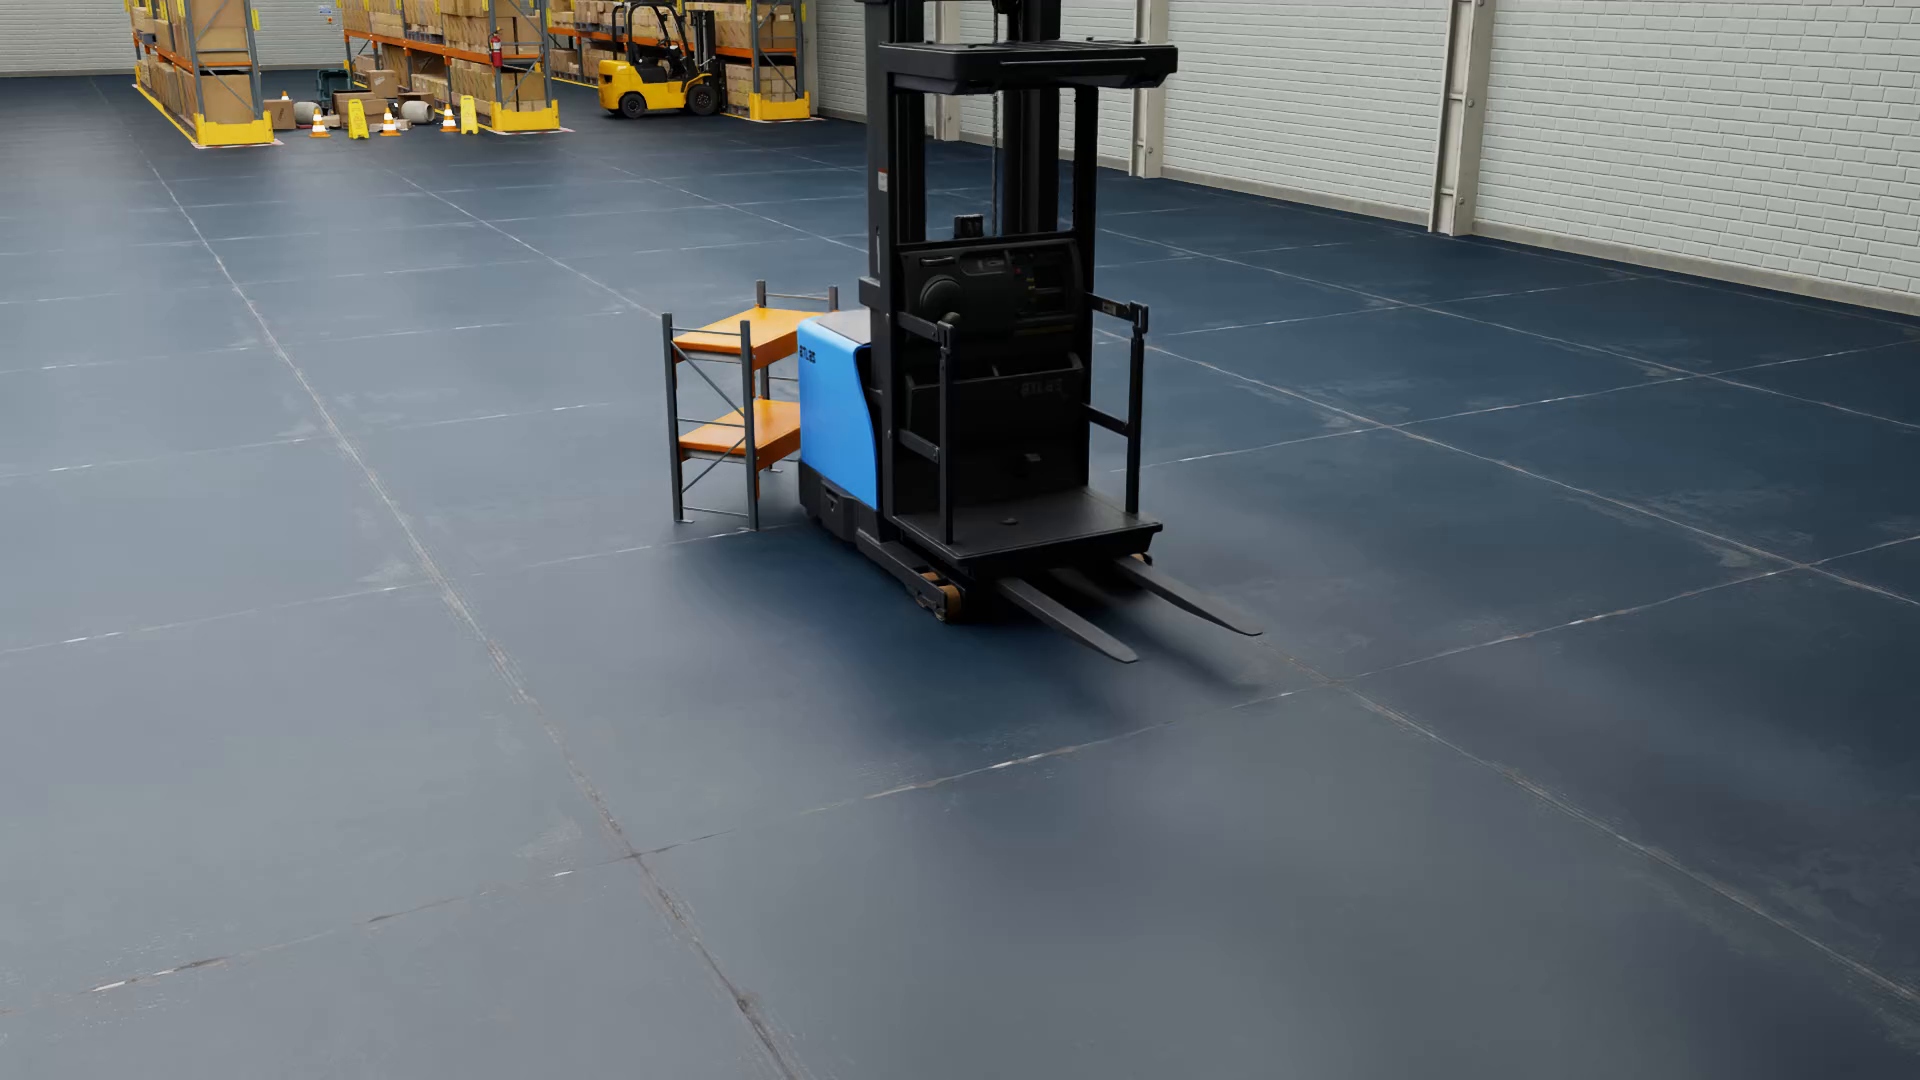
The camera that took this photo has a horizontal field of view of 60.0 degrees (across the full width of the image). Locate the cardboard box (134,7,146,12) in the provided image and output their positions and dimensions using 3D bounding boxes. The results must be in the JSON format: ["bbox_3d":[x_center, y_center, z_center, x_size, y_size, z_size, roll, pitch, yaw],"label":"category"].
[{"bbox_3d":[-17.983,-11.658,36.646,0.380,0.149,0.250,-9,21,-25],"label":"cardboard box"}]

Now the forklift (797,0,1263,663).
[{"bbox_3d":[0.256,-1.181,7.562,1.130,2.935,3.031,-10,21,-26],"label":"forklift"}]

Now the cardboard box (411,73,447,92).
[{"bbox_3d":[-11.436,-10.000,36.398,0.950,0.372,0.625,-12,22,-30],"label":"cardboard box"}]

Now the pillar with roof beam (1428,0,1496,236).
[{"bbox_3d":[1.691,-7.022,15.186,9.100,9.000,0.400,-10,21,-27],"label":"pillar with roof beam"}]

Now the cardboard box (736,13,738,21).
[{"bbox_3d":[-4.158,-10.244,32.571,0.380,0.149,0.250,-10,21,-26],"label":"cardboard box"}]

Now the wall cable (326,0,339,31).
[{"bbox_3d":[-18.193,-15.614,47.677,0.585,1.953,0.123,-10,21,-27],"label":"wall cable"}]

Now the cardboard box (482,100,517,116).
[{"bbox_3d":[-8.529,-8.007,30.809,0.500,0.250,0.500,-10,21,-27],"label":"cardboard box"}]

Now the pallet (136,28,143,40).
[{"bbox_3d":[-17.669,-11.227,36.864,1.003,0.211,1.213,-10,21,-27],"label":"pallet"}]

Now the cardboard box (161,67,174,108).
[{"bbox_3d":[-14.933,-8.840,32.457,1.050,0.750,0.750,-10,21,-27],"label":"cardboard box"}]

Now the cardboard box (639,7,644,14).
[{"bbox_3d":[-7.029,-11.975,37.588,0.380,0.149,0.250,-10,21,-26],"label":"cardboard box"}]

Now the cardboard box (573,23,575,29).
[{"bbox_3d":[-9.602,-13.059,42.264,0.380,0.149,0.250,-10,21,-26],"label":"cardboard box"}]

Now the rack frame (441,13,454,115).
[{"bbox_3d":[-9.796,-10.059,33.185,1.000,3.000,0.127,-10,21,-27],"label":"rack frame"}]

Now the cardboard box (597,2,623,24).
[{"bbox_3d":[-8.267,-12.665,39.933,0.797,0.503,0.637,-11,22,-28],"label":"cardboard box"}]

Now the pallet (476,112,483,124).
[{"bbox_3d":[-8.863,-8.203,32.080,1.003,0.211,1.213,-10,21,-27],"label":"pallet"}]

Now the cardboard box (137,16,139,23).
[{"bbox_3d":[-17.619,-11.296,36.055,0.380,0.149,0.250,-9,21,-24],"label":"cardboard box"}]

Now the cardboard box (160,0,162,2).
[{"bbox_3d":[-15.558,-10.656,33.229,0.700,0.500,0.500,-10,22,-27],"label":"cardboard box"}]

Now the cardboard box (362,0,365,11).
[{"bbox_3d":[-14.062,-12.968,39.929,0.500,0.500,0.500,-10,21,-27],"label":"cardboard box"}]

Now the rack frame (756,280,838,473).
[{"bbox_3d":[-0.922,-0.916,9.561,0.500,1.125,0.032,7,20,21],"label":"rack frame"}]

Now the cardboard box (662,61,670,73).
[{"bbox_3d":[-6.049,-10.277,36.813,0.875,0.625,0.625,-10,22,-27],"label":"cardboard box"}]

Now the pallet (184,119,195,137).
[{"bbox_3d":[-13.229,-7.364,29.649,1.003,0.211,1.213,-10,21,-27],"label":"pallet"}]

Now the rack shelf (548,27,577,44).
[{"bbox_3d":[-10.178,-13.360,43.852,1.077,0.370,4.000,-10,21,-27],"label":"rack shelf"}]

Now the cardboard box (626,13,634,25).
[{"bbox_3d":[-7.355,-11.974,38.196,0.500,0.250,0.500,-10,21,-27],"label":"cardboard box"}]

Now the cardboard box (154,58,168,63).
[{"bbox_3d":[-16.809,-10.082,35.290,0.500,0.250,0.500,-10,21,-26],"label":"cardboard box"}]

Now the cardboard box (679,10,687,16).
[{"bbox_3d":[-5.787,-11.247,35.478,0.380,0.149,0.250,-9,21,-25],"label":"cardboard box"}]

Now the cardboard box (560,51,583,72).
[{"bbox_3d":[-10.056,-12.551,43.595,0.700,0.500,0.500,-11,22,-29],"label":"cardboard box"}]

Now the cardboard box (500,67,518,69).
[{"bbox_3d":[-8.793,-8.892,32.224,0.500,0.500,0.500,-9,21,-24],"label":"cardboard box"}]

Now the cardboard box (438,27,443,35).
[{"bbox_3d":[-10.284,-10.244,33.461,0.380,0.149,0.250,-10,21,-26],"label":"cardboard box"}]

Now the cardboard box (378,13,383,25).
[{"bbox_3d":[-13.146,-12.057,38.437,0.500,0.250,0.500,-10,21,-26],"label":"cardboard box"}]

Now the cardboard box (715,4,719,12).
[{"bbox_3d":[-4.724,-10.760,33.611,0.380,0.149,0.250,-10,21,-26],"label":"cardboard box"}]

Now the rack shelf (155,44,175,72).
[{"bbox_3d":[-15.054,-9.498,32.660,1.077,0.370,4.000,-10,21,-27],"label":"rack shelf"}]

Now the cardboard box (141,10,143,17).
[{"bbox_3d":[-16.757,-10.915,34.494,0.380,0.149,0.250,-10,22,-27],"label":"cardboard box"}]

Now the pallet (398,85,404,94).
[{"bbox_3d":[-12.579,-10.477,38.671,1.003,0.211,1.213,-10,21,-27],"label":"pallet"}]

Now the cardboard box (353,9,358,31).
[{"bbox_3d":[-14.776,-12.938,41.374,0.500,0.500,0.500,-9,21,-25],"label":"cardboard box"}]

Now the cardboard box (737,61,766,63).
[{"bbox_3d":[-4.298,-9.656,34.054,0.500,0.250,0.500,-10,22,-28],"label":"cardboard box"}]

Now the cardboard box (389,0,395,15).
[{"bbox_3d":[-12.422,-11.981,37.069,0.500,0.500,0.500,-10,21,-26],"label":"cardboard box"}]

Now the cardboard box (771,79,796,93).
[{"bbox_3d":[-3.571,-8.983,32.871,0.500,0.250,0.500,-10,21,-26],"label":"cardboard box"}]

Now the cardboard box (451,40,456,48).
[{"bbox_3d":[-9.763,-9.736,32.633,0.380,0.149,0.250,-9,21,-25],"label":"cardboard box"}]

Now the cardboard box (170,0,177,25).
[{"bbox_3d":[-13.461,-9.417,29.439,0.875,0.550,0.550,-10,21,-27],"label":"cardboard box"}]

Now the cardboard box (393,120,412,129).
[{"bbox_3d":[-10.297,-7.626,30.505,0.380,0.149,0.250,1,19,2],"label":"cardboard box"}]

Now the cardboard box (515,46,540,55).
[{"bbox_3d":[-7.876,-8.922,30.273,0.380,0.149,0.250,-10,21,-26],"label":"cardboard box"}]

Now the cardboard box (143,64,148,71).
[{"bbox_3d":[-18.847,-11.041,38.846,0.380,0.149,0.250,-11,22,-29],"label":"cardboard box"}]

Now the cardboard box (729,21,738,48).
[{"bbox_3d":[-4.233,-9.979,32.799,0.500,0.500,0.500,-9,21,-25],"label":"cardboard box"}]

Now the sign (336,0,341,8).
[{"bbox_3d":[-15.986,-13.866,42.769,0.100,0.325,0.005,-10,21,-27],"label":"sign"}]

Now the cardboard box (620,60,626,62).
[{"bbox_3d":[-7.719,-11.082,39.338,0.500,0.500,0.500,-9,21,-25],"label":"cardboard box"}]

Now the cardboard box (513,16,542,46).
[{"bbox_3d":[-7.878,-9.278,30.311,0.500,0.500,0.500,-10,22,-27],"label":"cardboard box"}]

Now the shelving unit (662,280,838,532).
[{"bbox_3d":[-1.110,-0.762,9.115,0.538,1.125,1.048,7,20,21],"label":"shelving unit"}]
